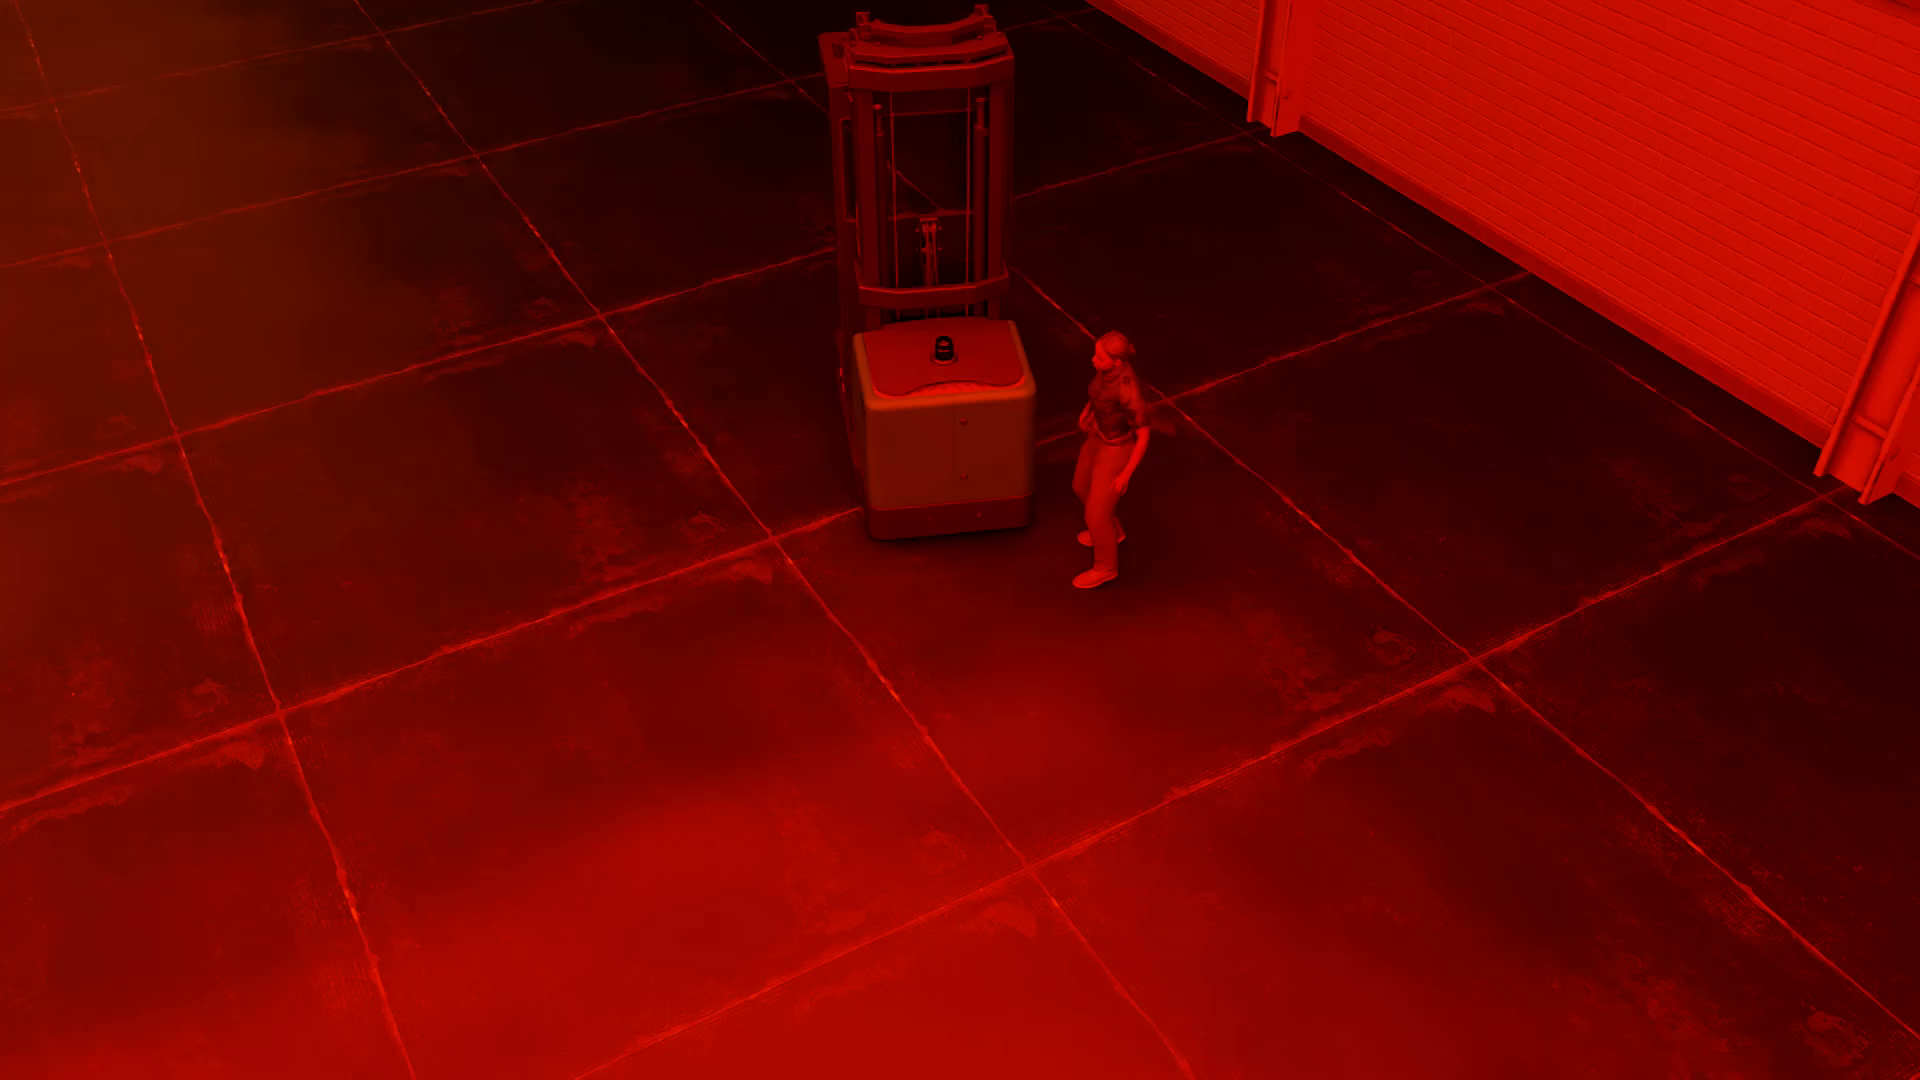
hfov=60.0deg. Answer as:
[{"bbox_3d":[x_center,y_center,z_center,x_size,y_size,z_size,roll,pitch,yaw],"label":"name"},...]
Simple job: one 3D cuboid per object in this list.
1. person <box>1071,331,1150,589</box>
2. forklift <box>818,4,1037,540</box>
[{"bbox_3d":[0.832,-0.533,9.711,0.435,1.608,0.748,-9,40,-11],"label":"person"},{"bbox_3d":[-0.264,-2.068,10.530,1.130,2.935,3.031,-6,40,-7],"label":"forklift"}]
